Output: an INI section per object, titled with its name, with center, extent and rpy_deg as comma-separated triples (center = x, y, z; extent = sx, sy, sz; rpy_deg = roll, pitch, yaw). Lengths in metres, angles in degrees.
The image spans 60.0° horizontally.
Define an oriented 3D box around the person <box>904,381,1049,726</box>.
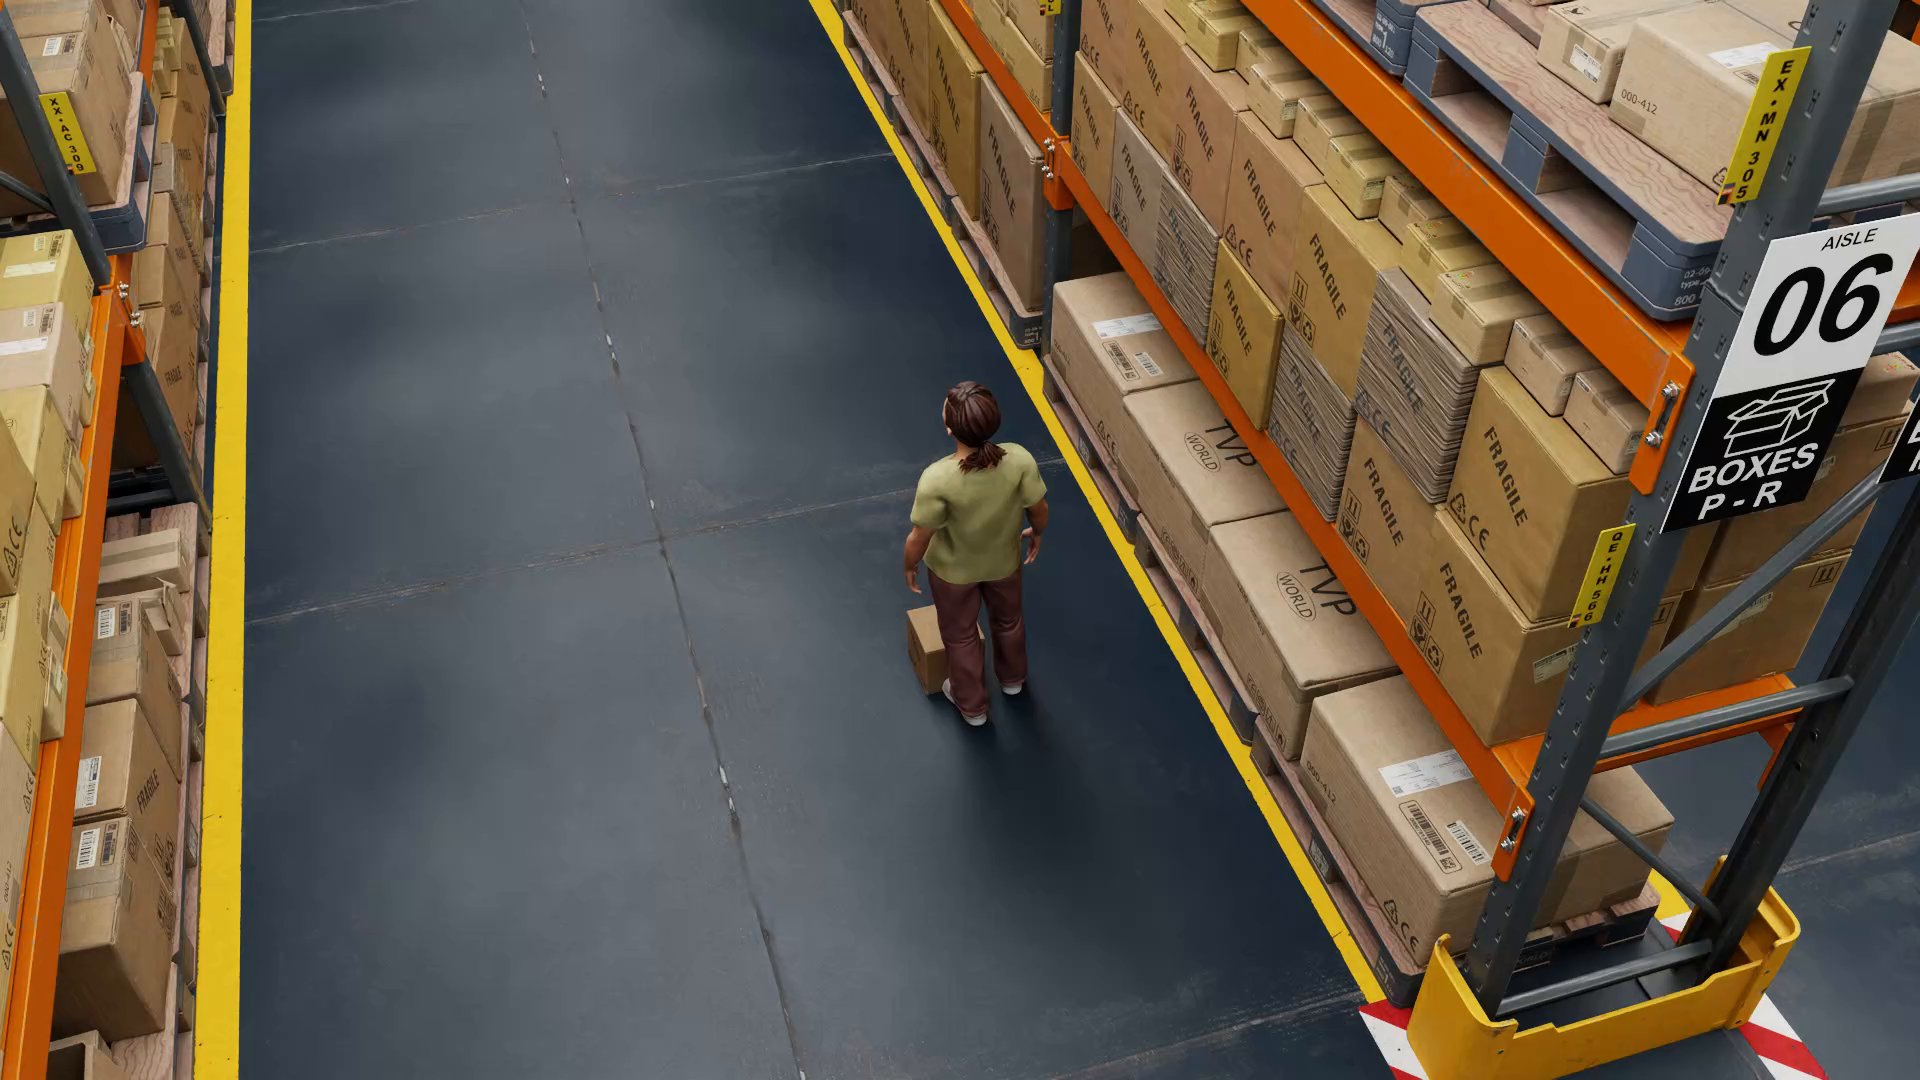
[person]
center = 0.033, 0.113, 6.208
extent = 0.555, 1.427, 0.517
rpy_deg = -12, 44, -13
